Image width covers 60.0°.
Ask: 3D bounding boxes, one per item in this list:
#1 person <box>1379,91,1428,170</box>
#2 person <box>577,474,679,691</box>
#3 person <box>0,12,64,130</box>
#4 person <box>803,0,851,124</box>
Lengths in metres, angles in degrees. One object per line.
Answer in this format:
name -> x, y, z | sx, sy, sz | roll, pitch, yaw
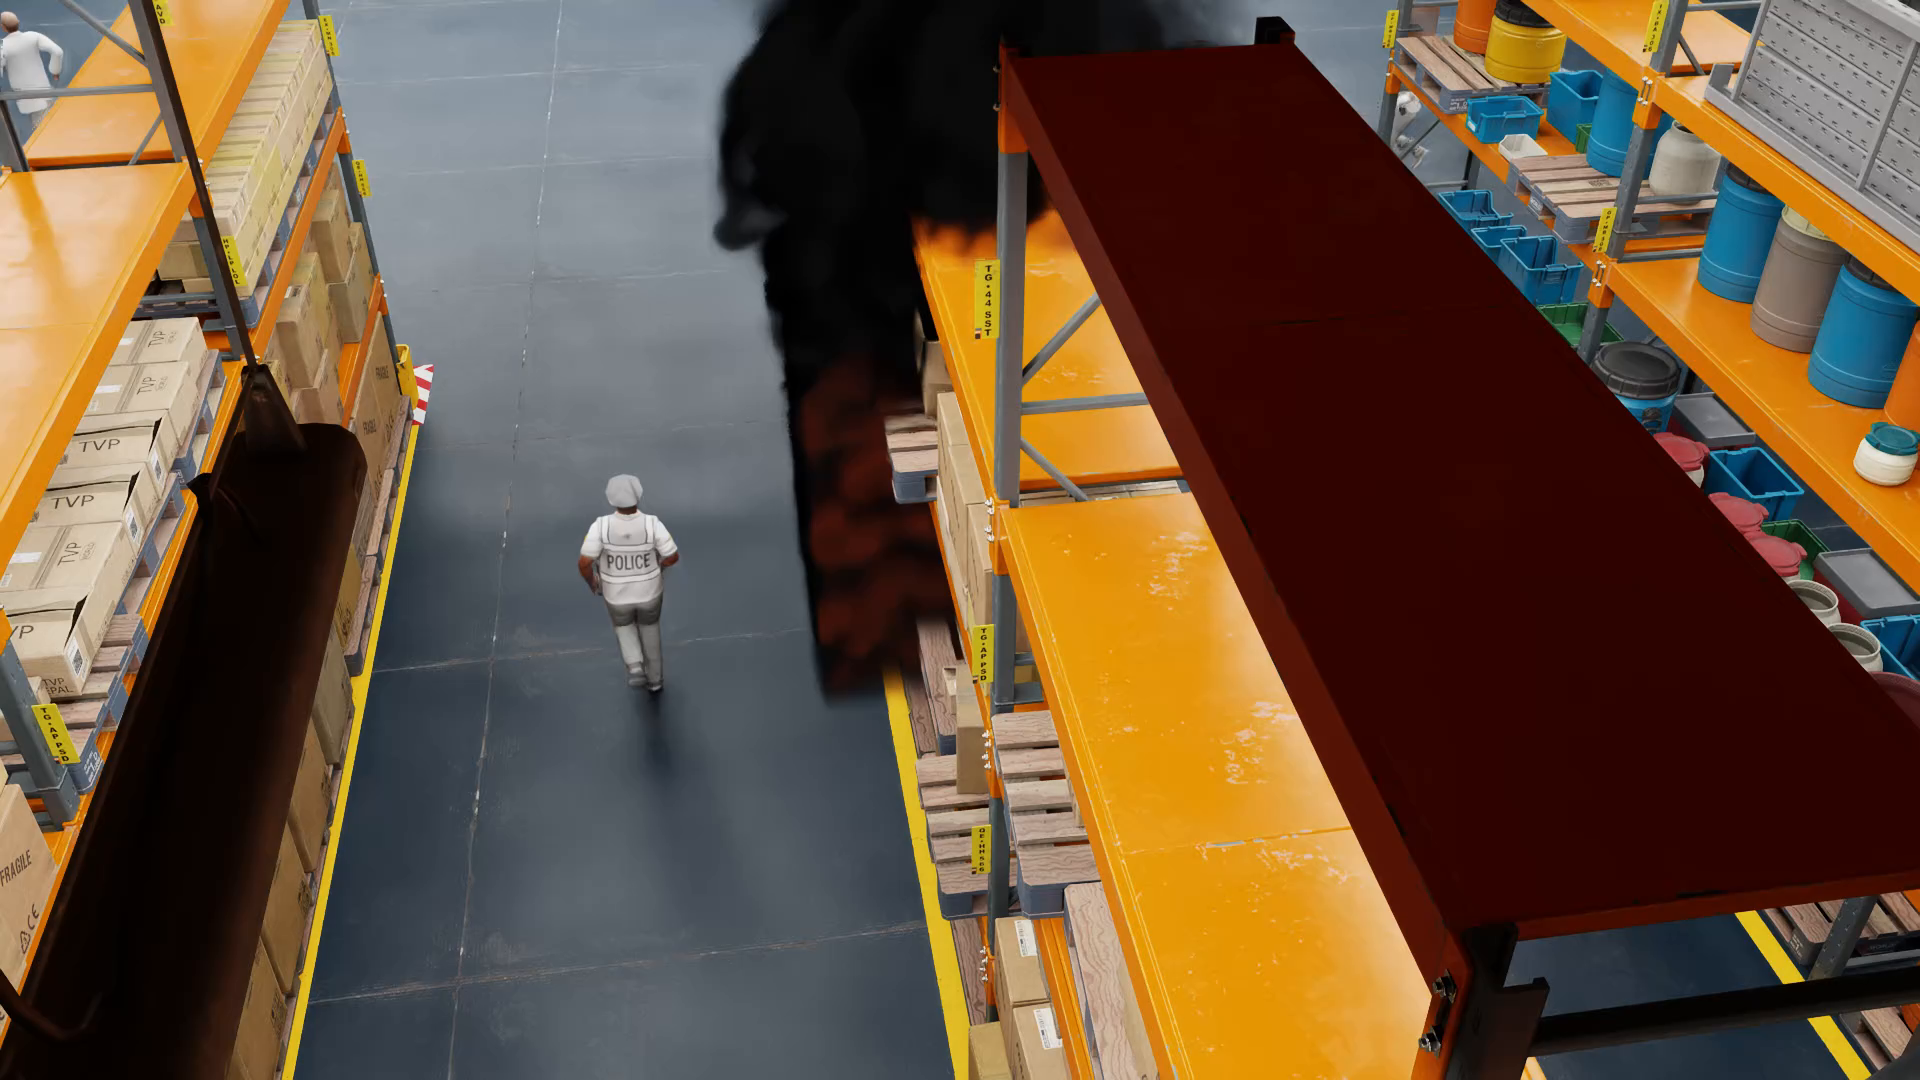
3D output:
person -> 4.994, -4.796, 18.600 | 0.594, 1.674, 0.606 | 12, 38, 16
person -> -2.268, 0.348, 11.527 | 0.677, 1.758, 0.669 | -7, 37, -10
person -> -10.510, -5.079, 18.877 | 0.835, 1.849, 0.669 | 20, 41, 25
person -> -1.457, -5.745, 19.743 | 0.874, 1.826, 0.671 | 8, 37, 11
